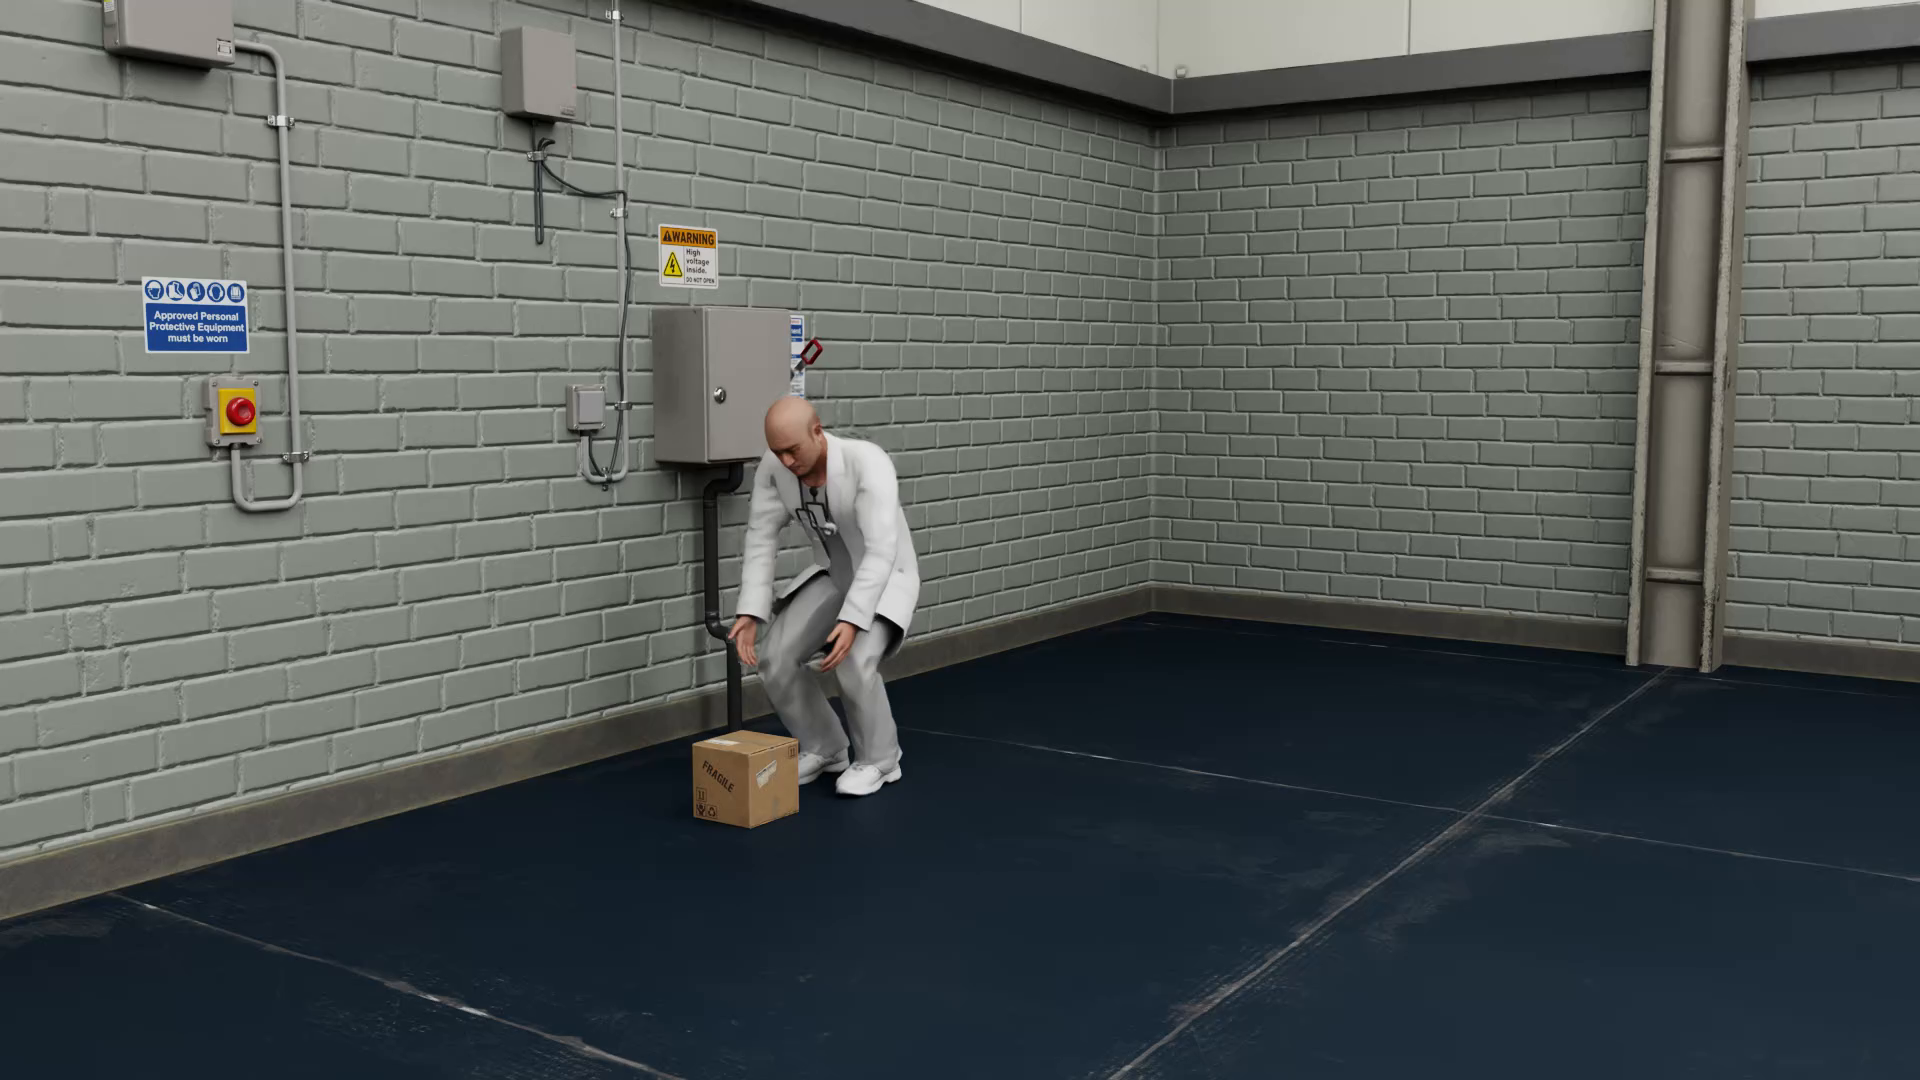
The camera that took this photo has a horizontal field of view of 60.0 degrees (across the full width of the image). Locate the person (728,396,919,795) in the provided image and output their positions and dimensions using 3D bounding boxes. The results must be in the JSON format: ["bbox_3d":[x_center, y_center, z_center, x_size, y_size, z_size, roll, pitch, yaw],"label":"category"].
[{"bbox_3d":[-0.425,0.188,5.835,0.633,1.393,0.737,4,7,34],"label":"person"}]
